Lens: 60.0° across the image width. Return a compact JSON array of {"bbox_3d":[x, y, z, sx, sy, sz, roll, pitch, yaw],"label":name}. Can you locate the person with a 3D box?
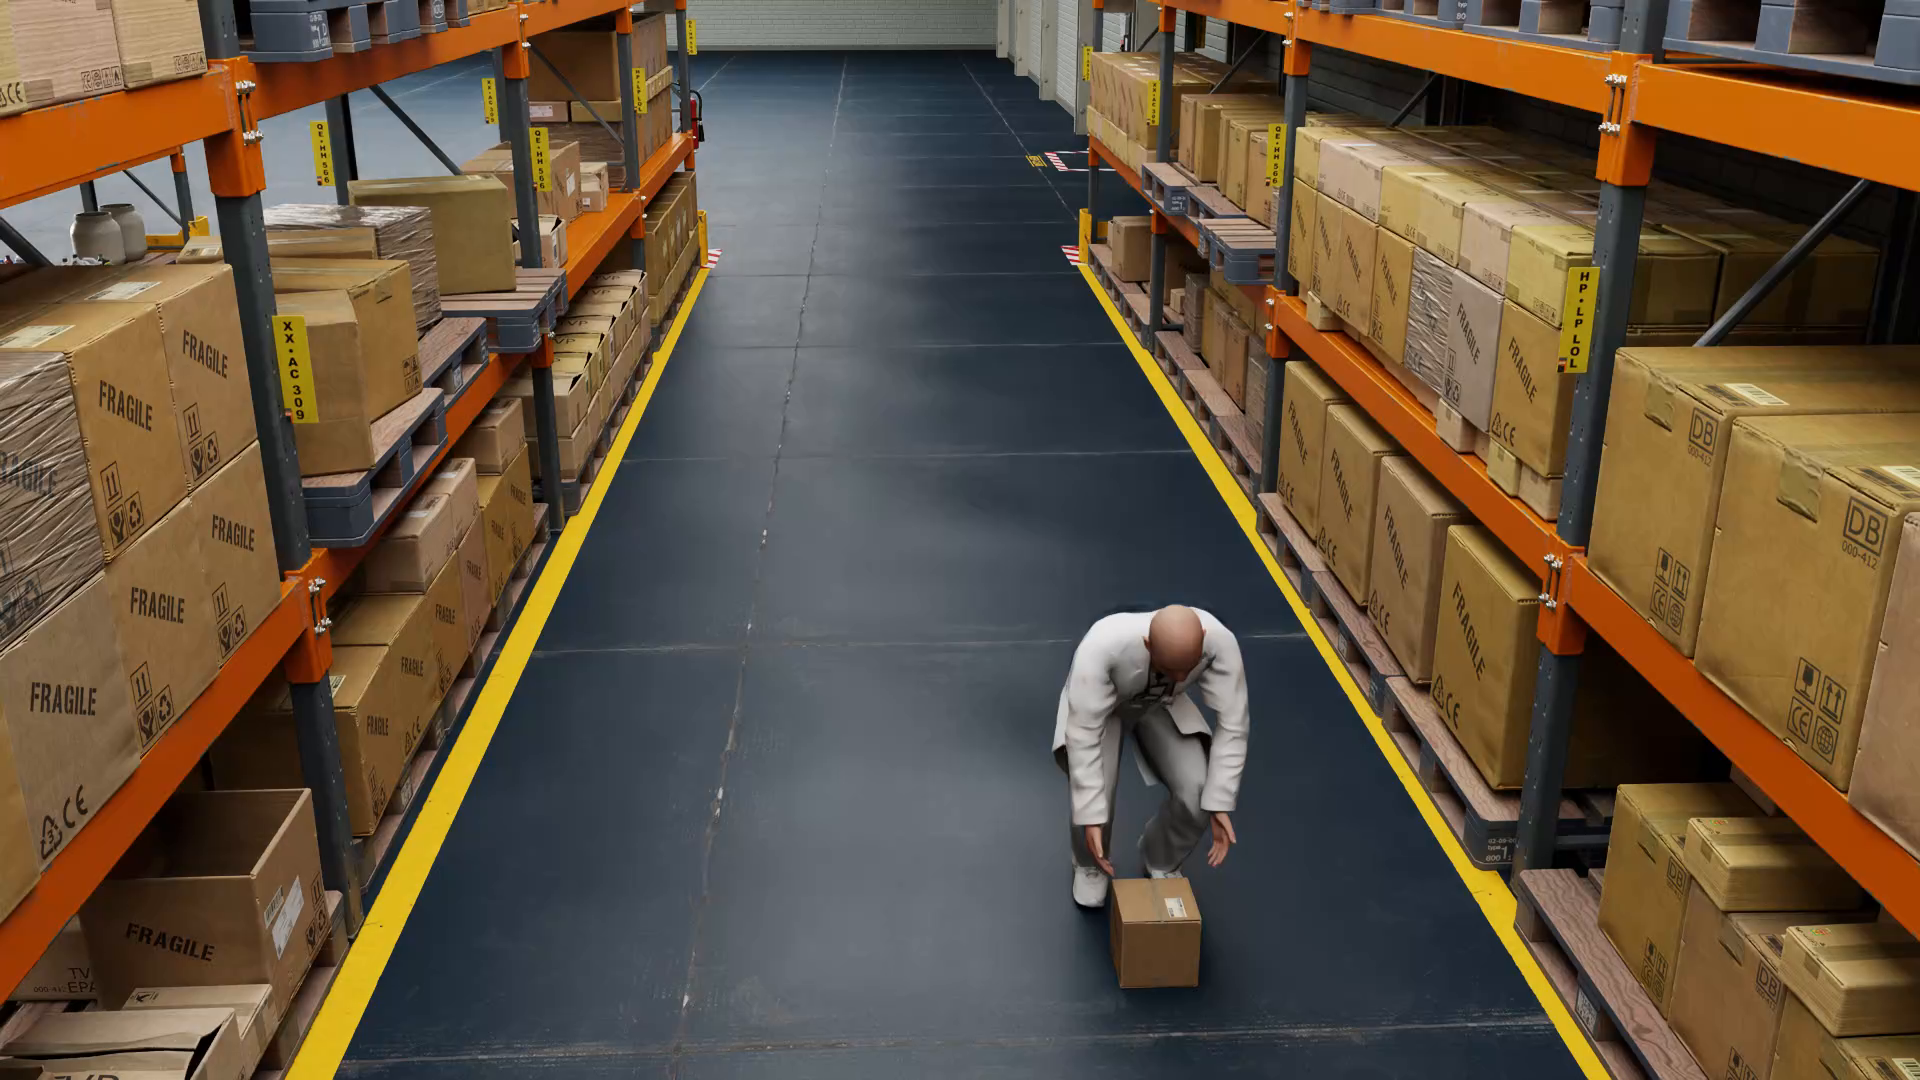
[{"bbox_3d":[0.624,0.670,5.594,0.628,1.211,0.814,-1,20,-3],"label":"person"}]
